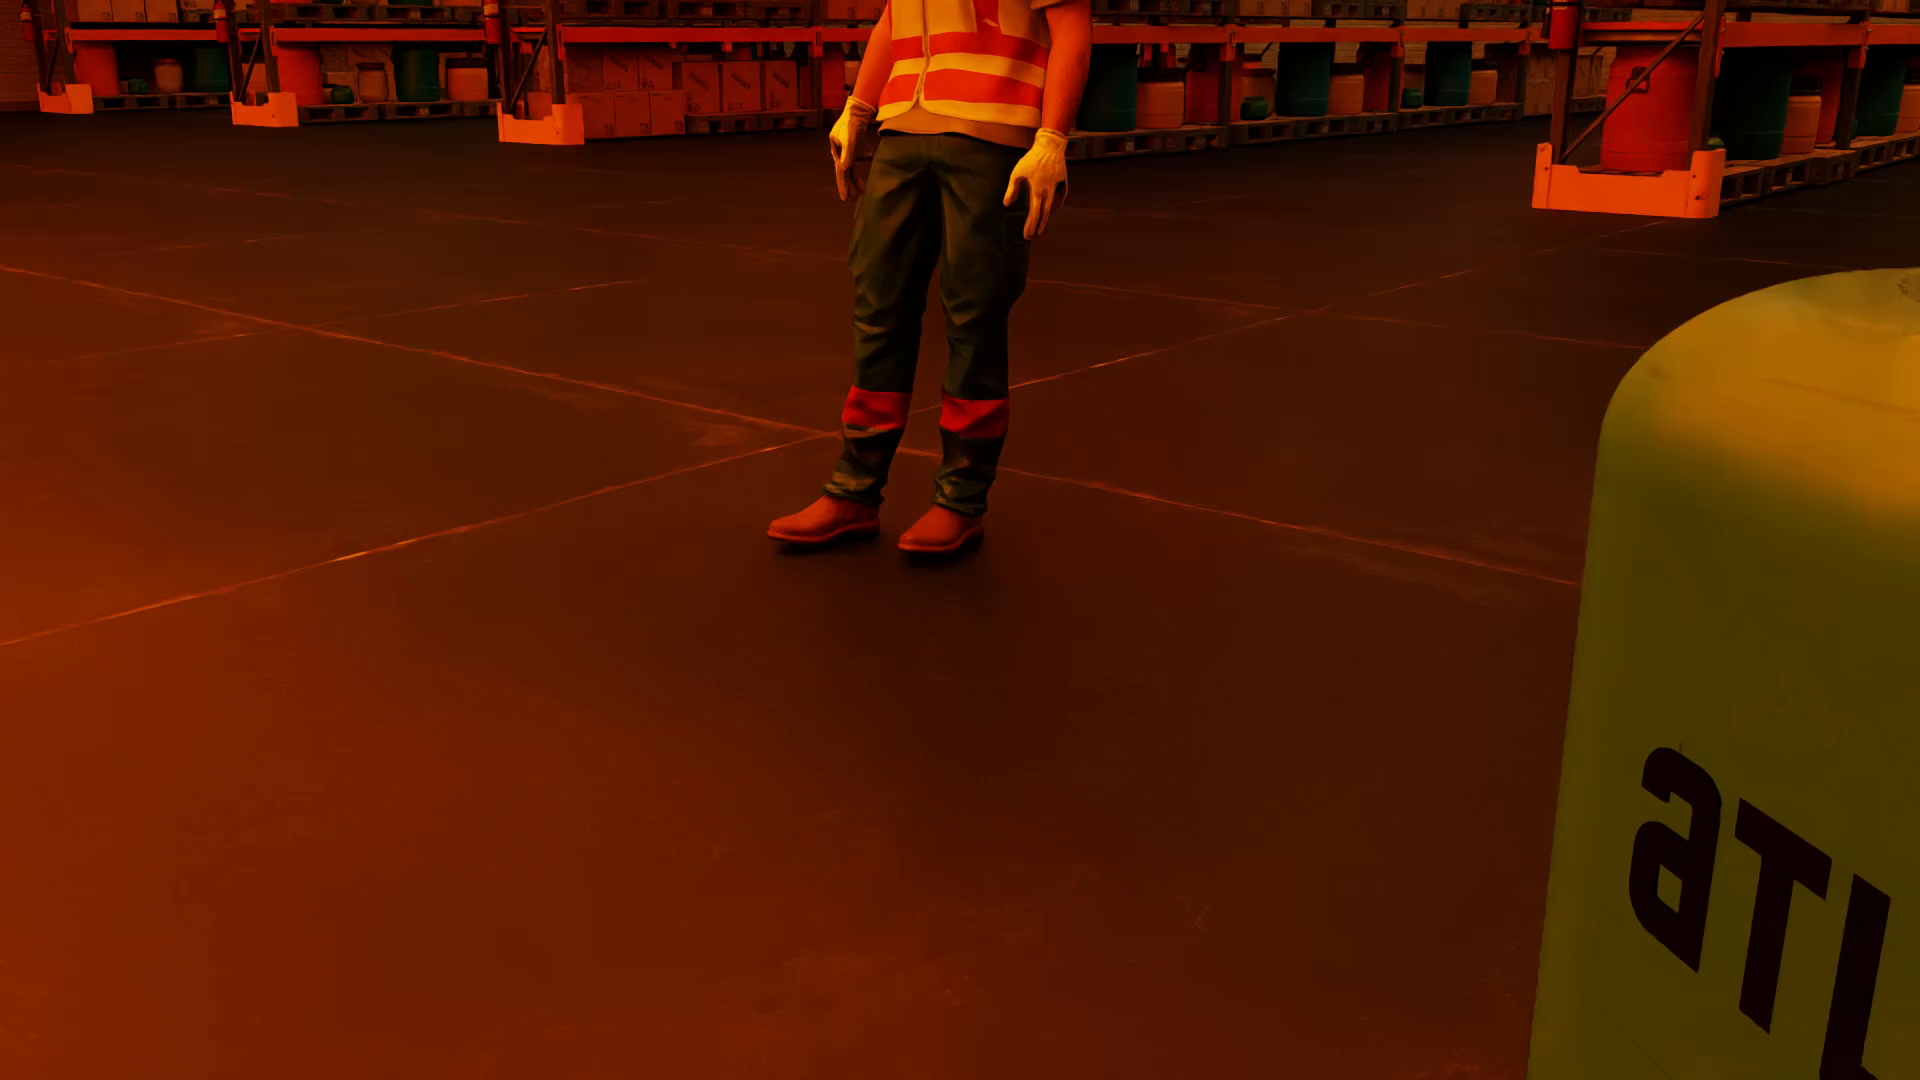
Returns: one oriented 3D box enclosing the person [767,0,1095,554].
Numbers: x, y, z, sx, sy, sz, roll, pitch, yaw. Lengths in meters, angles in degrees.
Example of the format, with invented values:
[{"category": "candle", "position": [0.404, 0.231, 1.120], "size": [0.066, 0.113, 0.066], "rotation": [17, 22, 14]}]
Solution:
[{"category": "person", "position": [-0.060, -0.847, 3.628], "size": [0.638, 1.787, 0.564], "rotation": [13, 21, 37]}]
